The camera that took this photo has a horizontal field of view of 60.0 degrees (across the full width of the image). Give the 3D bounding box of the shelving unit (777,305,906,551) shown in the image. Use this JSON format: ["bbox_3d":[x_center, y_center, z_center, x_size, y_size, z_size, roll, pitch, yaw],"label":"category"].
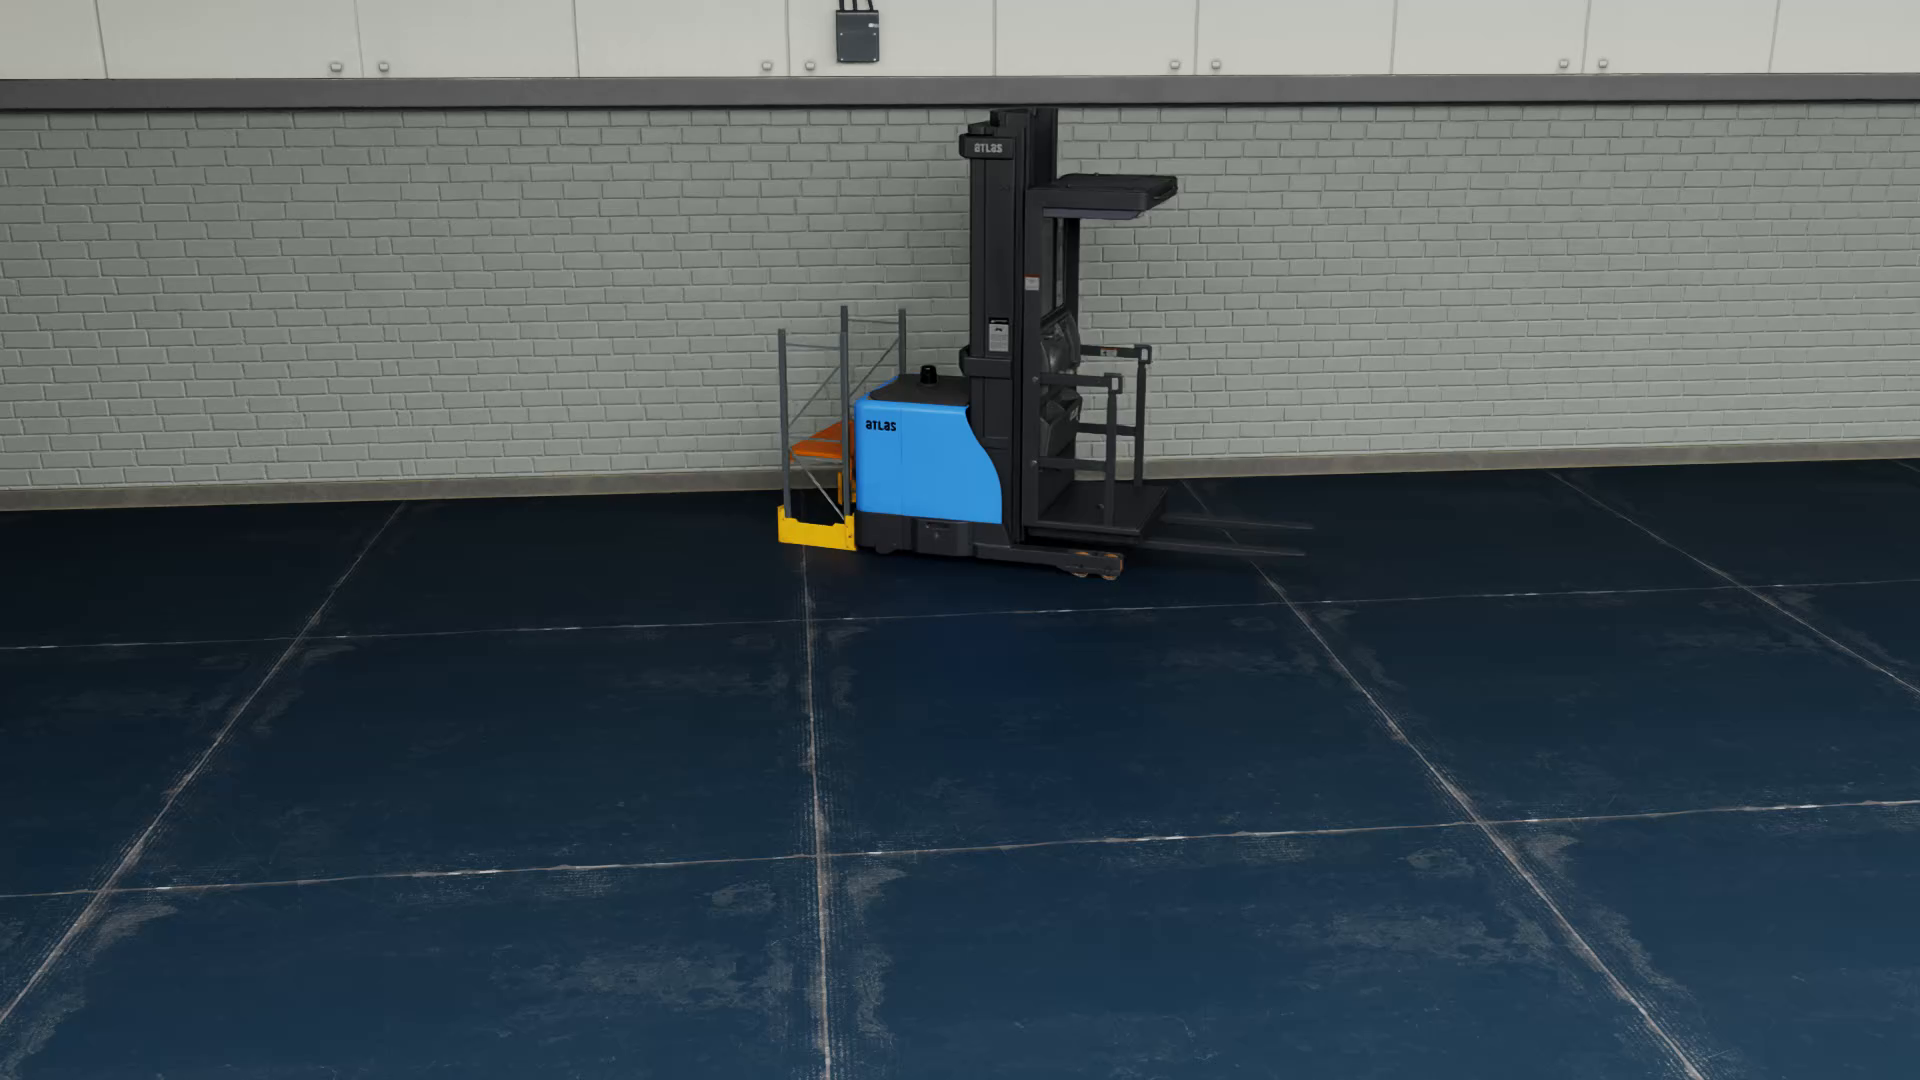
[{"bbox_3d":[-0.812,-0.823,11.793,0.587,1.500,1.083,6,19,20],"label":"shelving unit"}]

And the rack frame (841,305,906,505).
[{"bbox_3d":[-0.630,-0.968,12.255,0.500,1.500,0.032,6,19,20],"label":"rack frame"}]

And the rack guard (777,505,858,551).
[{"bbox_3d":[-0.987,-0.087,11.536,0.587,0.250,0.087,6,19,20],"label":"rack guard"}]

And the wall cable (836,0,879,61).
[{"bbox_3d":[0.261,-6.347,11.194,2.305,6.003,0.169,-2,18,-6],"label":"wall cable"}]

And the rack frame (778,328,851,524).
[{"bbox_3d":[-0.988,-0.683,11.348,0.500,1.500,0.032,6,19,20],"label":"rack frame"}]

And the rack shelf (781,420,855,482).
[{"bbox_3d":[-0.809,-0.654,11.855,0.538,0.185,1.000,6,19,20],"label":"rack shelf"}]

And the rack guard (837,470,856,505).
[{"bbox_3d":[-0.637,-0.366,12.425,0.587,0.250,0.087,6,19,20],"label":"rack guard"}]

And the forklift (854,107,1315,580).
[{"bbox_3d":[0.854,-1.316,10.974,3.031,2.935,1.130,5,18,16],"label":"forklift"}]
